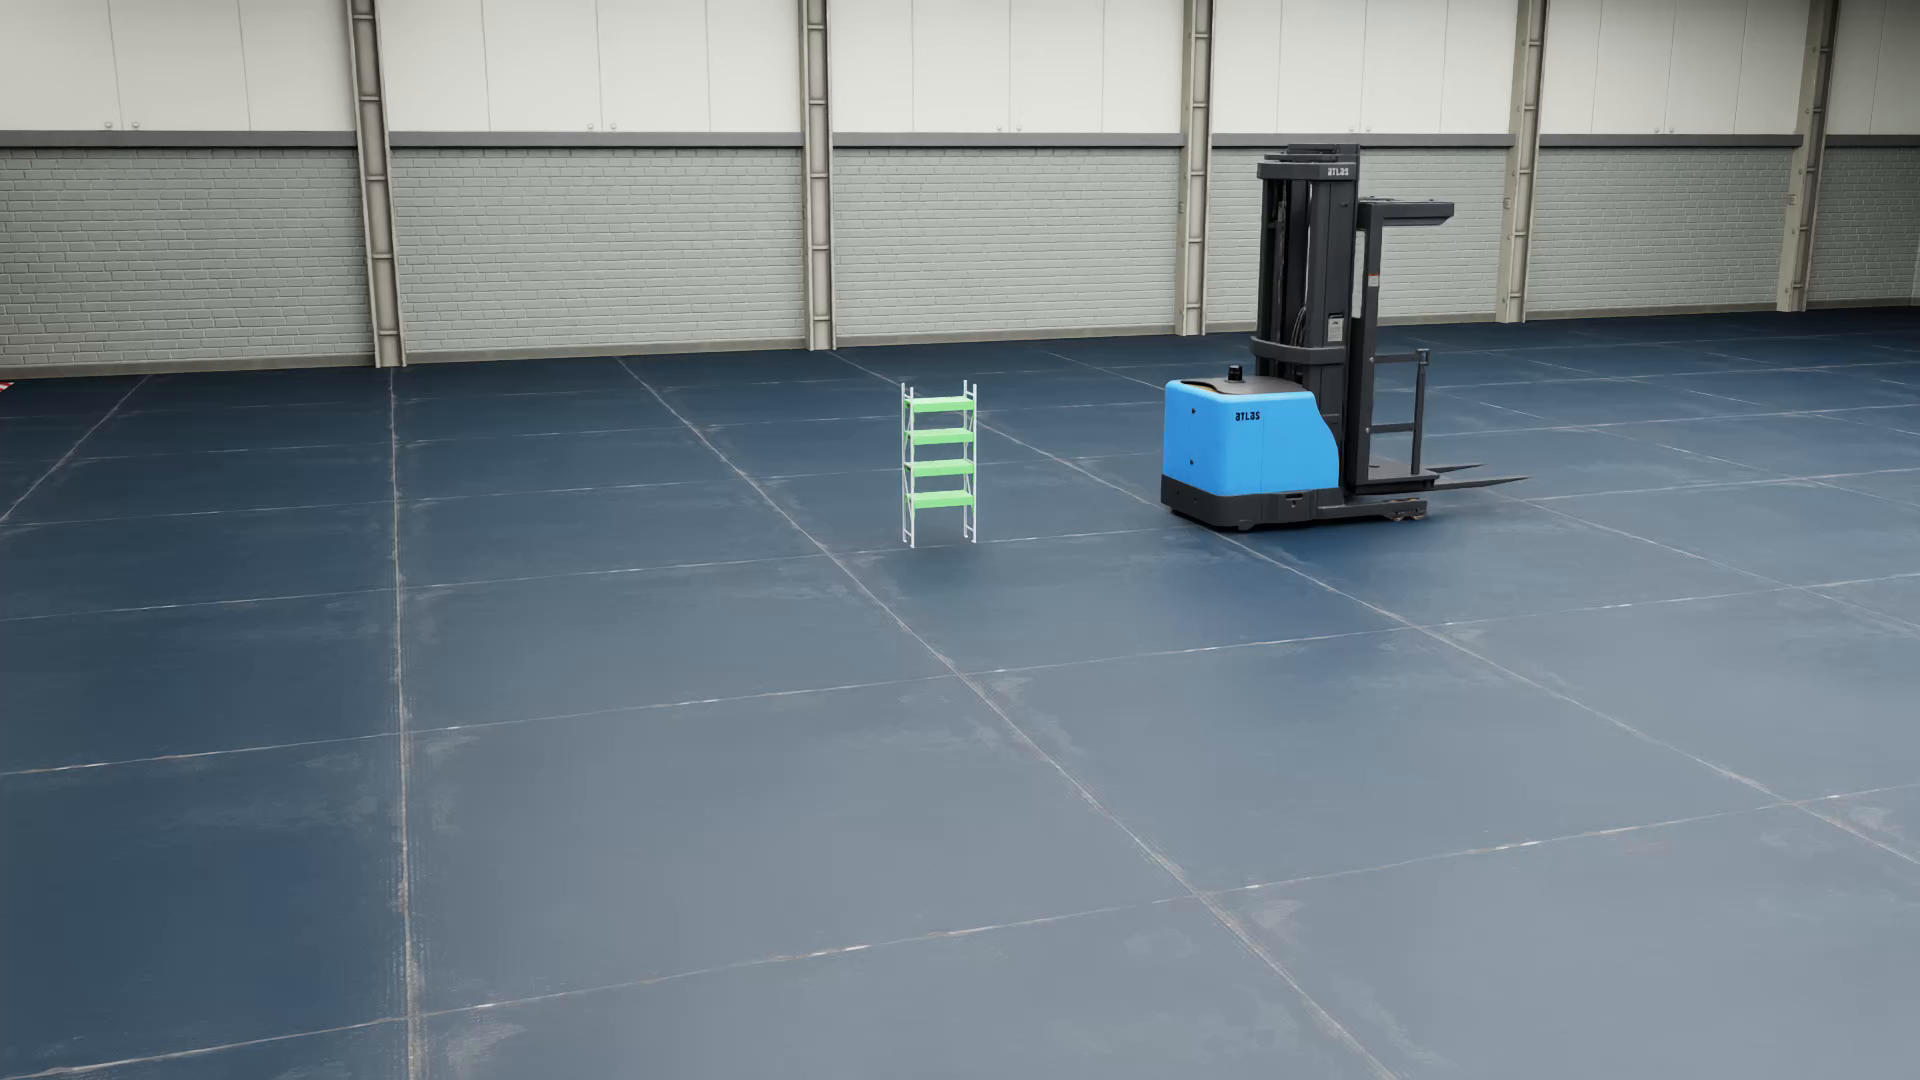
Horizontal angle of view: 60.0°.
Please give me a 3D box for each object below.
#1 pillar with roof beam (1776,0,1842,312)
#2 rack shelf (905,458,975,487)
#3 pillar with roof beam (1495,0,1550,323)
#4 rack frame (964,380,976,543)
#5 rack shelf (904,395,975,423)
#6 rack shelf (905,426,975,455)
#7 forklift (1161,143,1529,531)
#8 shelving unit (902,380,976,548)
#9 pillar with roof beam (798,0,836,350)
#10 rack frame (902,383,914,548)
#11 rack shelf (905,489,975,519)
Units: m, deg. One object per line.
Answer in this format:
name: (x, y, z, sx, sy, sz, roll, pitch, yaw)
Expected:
pillar with roof beam: (16.383, -7.577, 25.052, 0.400, 9.000, 9.100, -4, 14, -18)
rack shelf: (-0.157, -0.509, 12.467, 0.480, 0.148, 0.258, -4, 14, -18)
pillar with roof beam: (10.697, -7.135, 23.191, 0.400, 9.000, 9.100, -4, 14, -18)
rack frame: (0.074, -0.590, 12.528, 0.015, 1.200, 0.240, -4, 14, -18)
rack shelf: (-0.157, -0.976, 12.356, 0.480, 0.148, 0.258, -4, 14, -18)
rack shelf: (-0.157, -0.743, 12.412, 0.480, 0.148, 0.258, -4, 14, -18)
forklift: (3.217, -1.685, 13.391, 3.031, 2.935, 1.130, -5, 14, -19)
shelving unit: (-0.157, -0.571, 12.453, 0.503, 1.200, 0.258, -4, 14, -18)
pillar with roof beam: (-0.677, -6.249, 19.467, 0.400, 9.000, 9.100, -4, 14, -18)
rack frame: (-0.388, -0.553, 12.377, 0.015, 1.200, 0.240, -4, 14, -18)
rack shelf: (-0.157, -0.276, 12.523, 0.480, 0.148, 0.258, -4, 14, -18)
